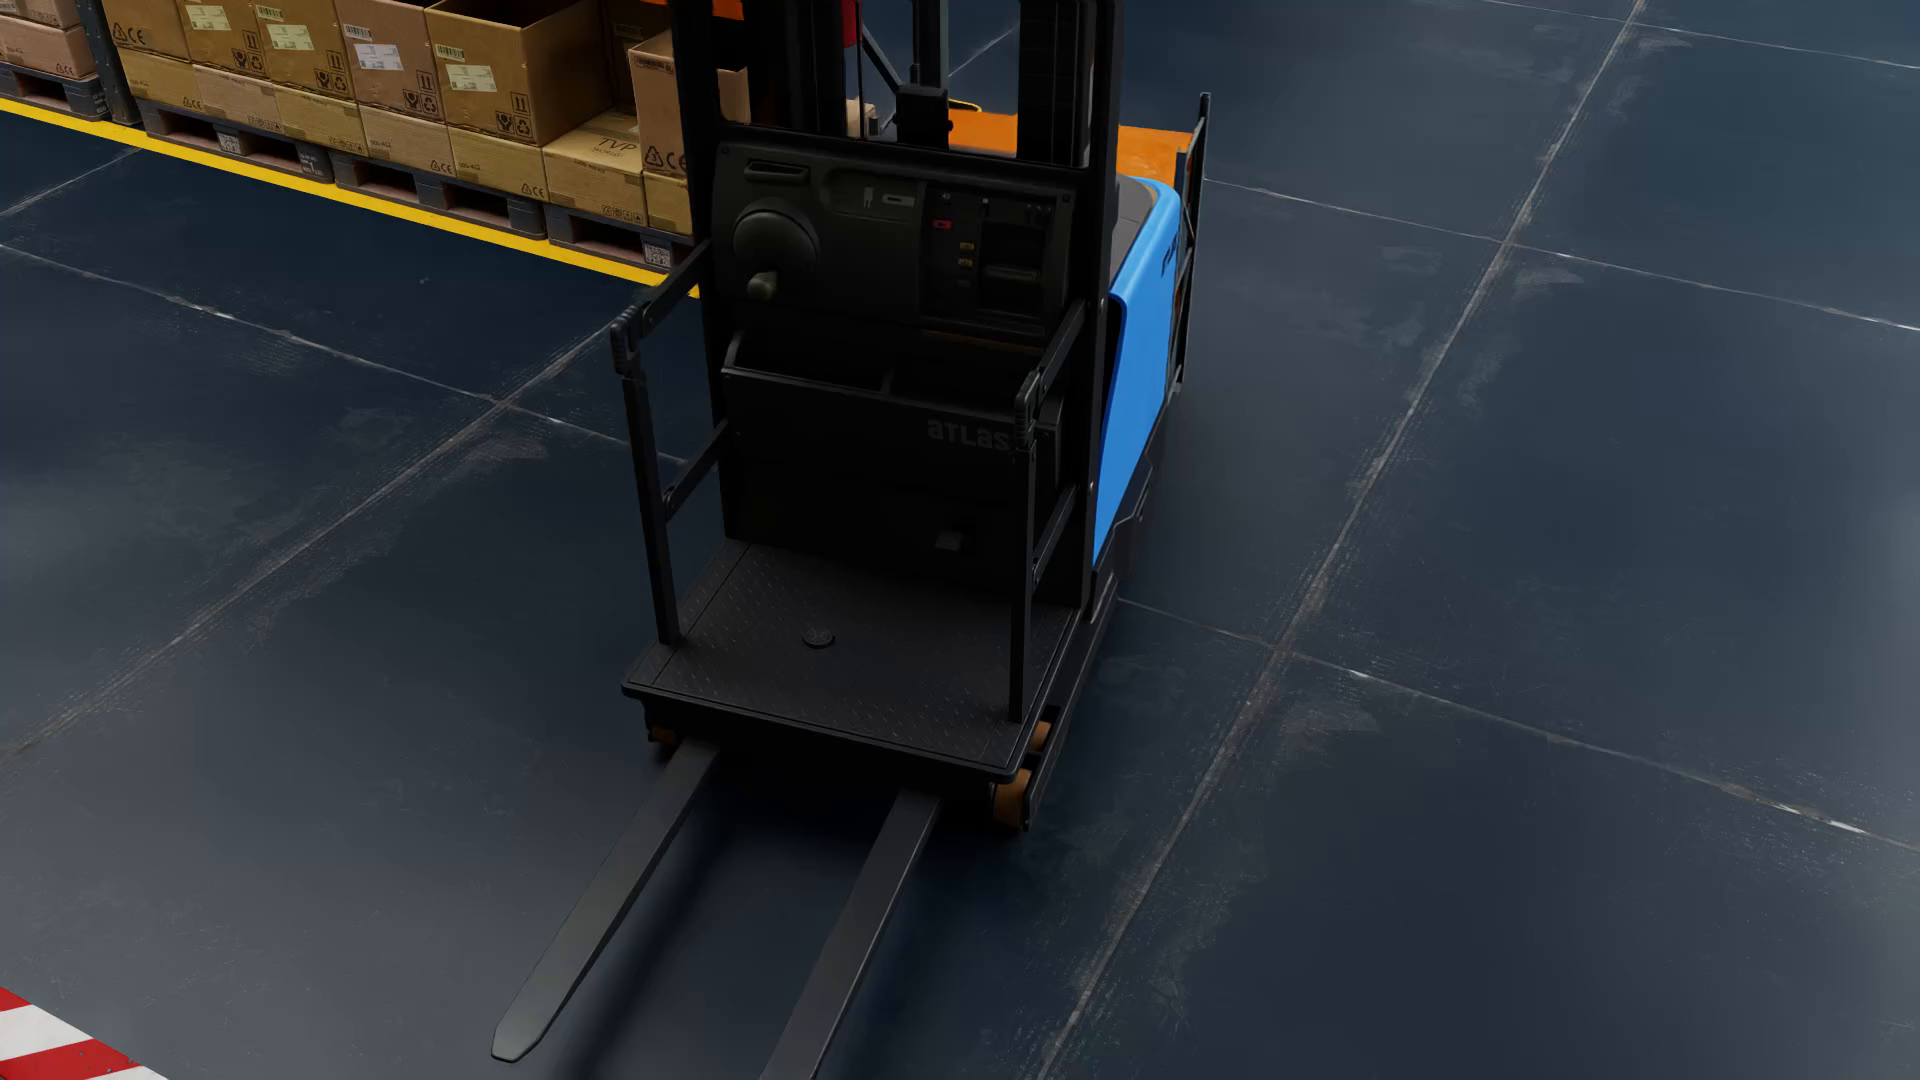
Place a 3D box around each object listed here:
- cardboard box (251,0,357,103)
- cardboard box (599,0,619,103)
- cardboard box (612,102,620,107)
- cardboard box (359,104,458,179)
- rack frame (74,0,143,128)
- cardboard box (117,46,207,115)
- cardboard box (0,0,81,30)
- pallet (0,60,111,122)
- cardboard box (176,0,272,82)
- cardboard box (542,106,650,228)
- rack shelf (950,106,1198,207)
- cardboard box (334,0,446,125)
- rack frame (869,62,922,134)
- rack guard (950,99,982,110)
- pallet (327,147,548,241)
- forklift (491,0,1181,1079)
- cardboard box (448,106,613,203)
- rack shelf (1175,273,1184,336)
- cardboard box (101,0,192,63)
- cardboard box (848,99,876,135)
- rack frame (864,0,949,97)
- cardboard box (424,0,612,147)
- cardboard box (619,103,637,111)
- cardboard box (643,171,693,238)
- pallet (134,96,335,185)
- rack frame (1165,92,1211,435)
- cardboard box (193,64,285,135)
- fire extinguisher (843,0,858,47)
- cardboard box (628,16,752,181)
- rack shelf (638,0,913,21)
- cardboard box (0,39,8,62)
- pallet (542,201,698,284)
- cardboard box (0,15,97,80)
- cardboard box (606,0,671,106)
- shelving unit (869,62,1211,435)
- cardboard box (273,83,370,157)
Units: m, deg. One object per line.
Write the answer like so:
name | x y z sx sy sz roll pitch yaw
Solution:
cardboard box | -2.723 -2.291 7.321 0.500 0.500 0.500 17 41 21
cardboard box | -1.596 -2.293 7.323 0.500 0.500 0.500 17 41 21
cardboard box | -1.590 -2.000 7.558 0.500 0.250 0.500 17 41 21
cardboard box | -2.277 -1.856 7.368 0.500 0.250 0.500 17 41 21
rack frame | -3.879 -3.495 7.601 0.127 3.000 1.000 17 41 21
cardboard box | -3.607 -2.276 7.921 0.500 0.250 0.500 17 41 21
cardboard box | -4.370 -2.749 8.081 0.500 0.311 0.500 17 41 21
pallet | -4.551 -2.569 8.686 1.213 0.211 1.003 17 41 21
cardboard box | -3.164 -2.434 7.509 0.500 0.500 0.500 17 41 21
cardboard box | -1.389 -1.578 7.002 0.500 0.250 0.500 17 41 21
rack shelf | 0.273 -1.230 5.683 1.000 0.278 0.538 10 38 12
cardboard box | -2.278 -2.153 7.139 0.500 0.500 0.500 17 41 21
rack frame | -0.216 -1.080 5.969 0.032 1.125 0.500 10 38 12
rack guard | -0.306 -1.381 6.882 0.348 0.500 1.175 17 41 21
pallet | -2.105 -1.803 7.677 1.213 0.211 1.003 17 41 21
forklift | -0.239 -0.673 3.939 1.130 2.935 3.031 11 39 14
cardboard box | -1.833 -1.716 7.184 0.500 0.250 0.500 17 41 21
rack shelf | 0.273 -0.802 6.007 1.000 0.278 0.538 10 38 12
cardboard box | -3.611 -2.569 7.687 0.500 0.500 0.500 17 41 21
cardboard box | -0.701 -1.724 7.194 0.500 0.250 0.500 17 41 21
rack frame | -0.327 -2.383 6.135 0.127 3.000 1.000 17 41 21
cardboard box | -1.835 -2.013 6.955 0.500 0.500 0.500 17 41 21
cardboard box | -1.147 -1.861 7.374 0.500 0.250 0.500 17 41 21
cardboard box | -0.939 -1.446 6.827 0.500 0.250 0.500 17 41 21
pallet | -3.192 -2.141 8.123 1.213 0.211 1.003 17 41 21
rack frame | 0.763 -0.914 5.750 0.032 1.125 0.500 10 38 12
cardboard box | -3.165 -2.134 7.734 0.500 0.250 0.500 17 41 21
fire extinguisher | -0.436 -2.070 5.787 0.183 0.674 0.296 17 41 21
cardboard box | -0.940 -1.743 6.599 0.500 0.500 0.500 17 41 21
rack shelf | -2.103 -2.653 7.086 4.000 0.370 1.077 17 41 21
cardboard box | -4.829 -2.669 8.438 0.500 0.250 0.500 17 40 21
pallet | -1.025 -1.463 7.229 1.213 0.211 1.003 17 41 21
cardboard box | -4.380 -2.527 8.252 0.500 0.250 0.500 17 40 21
cardboard box | -1.146 -2.160 7.149 0.500 0.500 0.500 17 41 21
shelving unit | 0.273 -0.997 5.860 1.048 1.125 0.538 10 38 12
cardboard box | -2.723 -1.992 7.547 0.500 0.250 0.500 17 41 21
